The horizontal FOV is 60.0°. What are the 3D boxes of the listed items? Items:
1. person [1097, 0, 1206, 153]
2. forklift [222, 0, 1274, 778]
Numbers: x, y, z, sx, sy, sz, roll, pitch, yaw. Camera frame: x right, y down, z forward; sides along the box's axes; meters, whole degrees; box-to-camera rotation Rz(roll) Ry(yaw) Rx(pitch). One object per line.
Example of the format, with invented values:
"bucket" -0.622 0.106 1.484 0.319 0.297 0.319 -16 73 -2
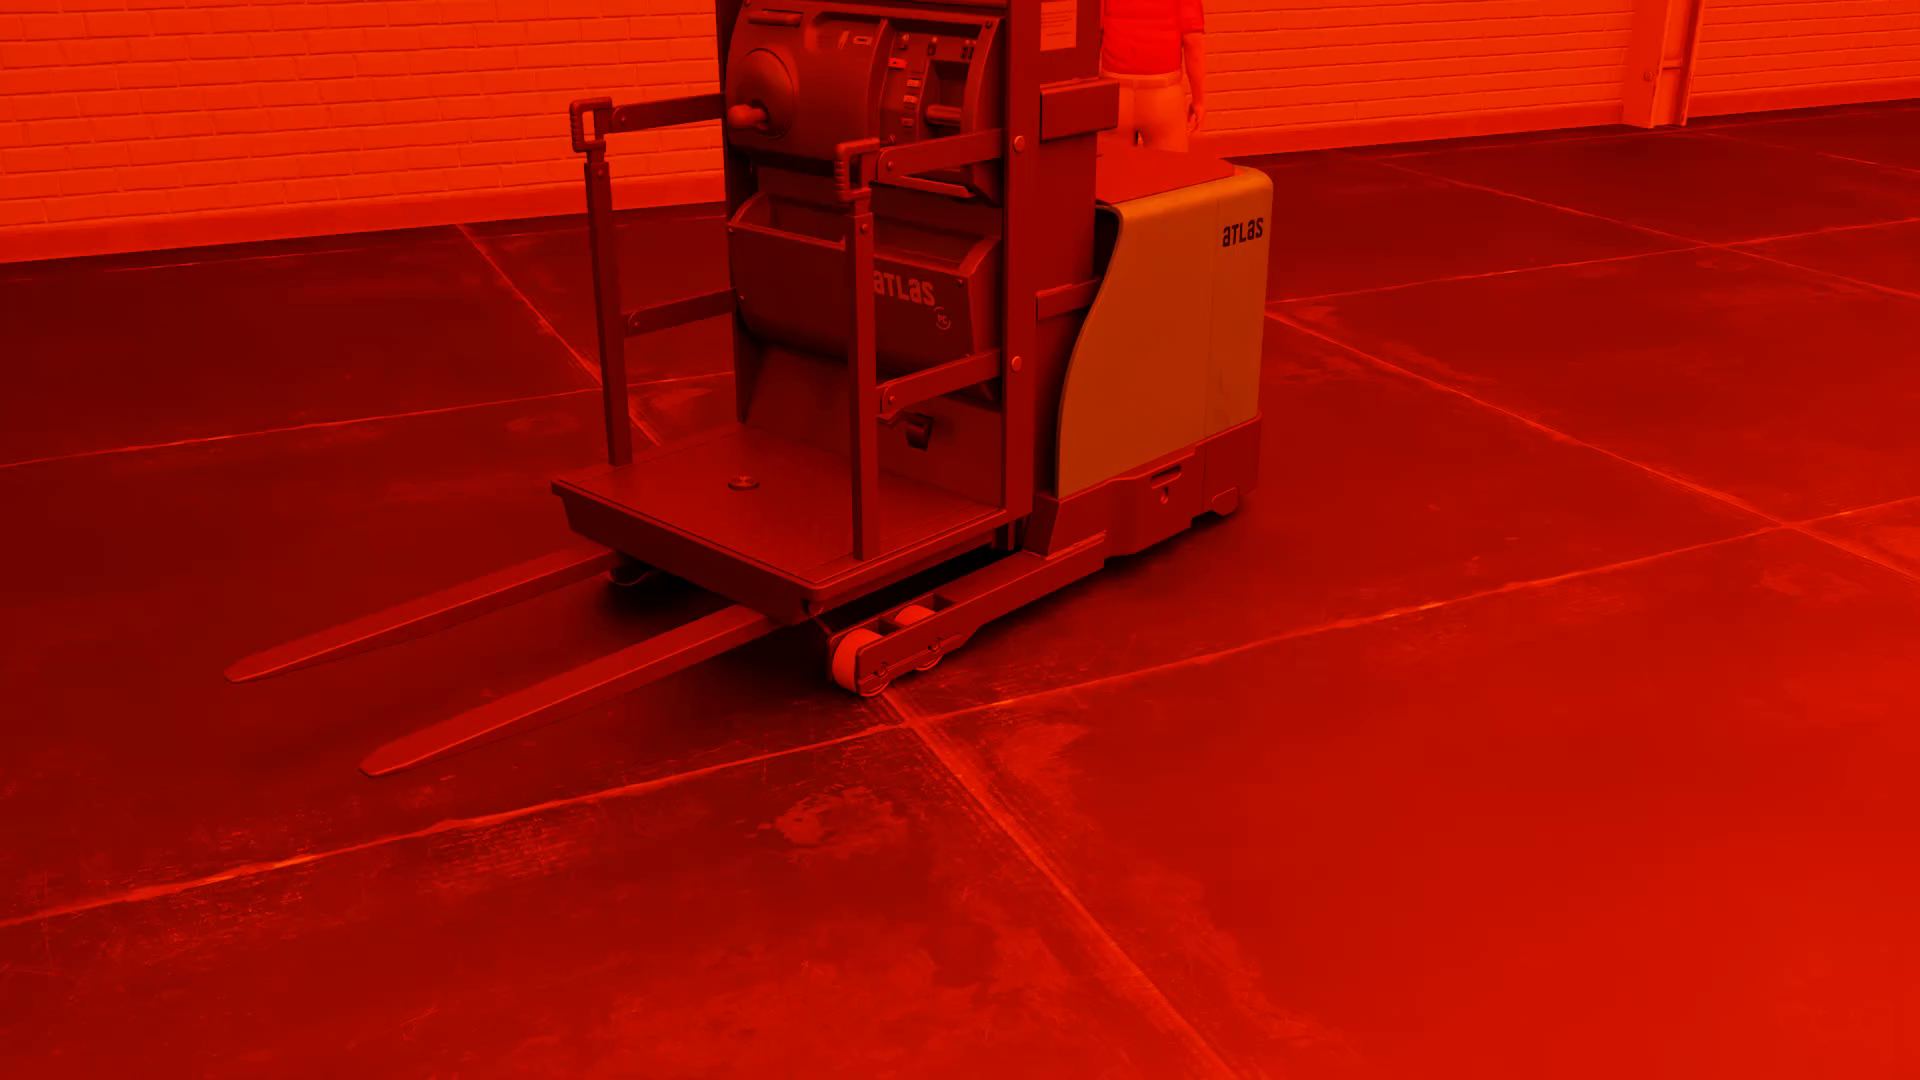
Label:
"person" 0.842 -2.011 7.694 0.585 1.727 0.391 6 23 15
"forklift" -0.413 -1.182 4.131 1.130 2.935 3.031 19 29 39
